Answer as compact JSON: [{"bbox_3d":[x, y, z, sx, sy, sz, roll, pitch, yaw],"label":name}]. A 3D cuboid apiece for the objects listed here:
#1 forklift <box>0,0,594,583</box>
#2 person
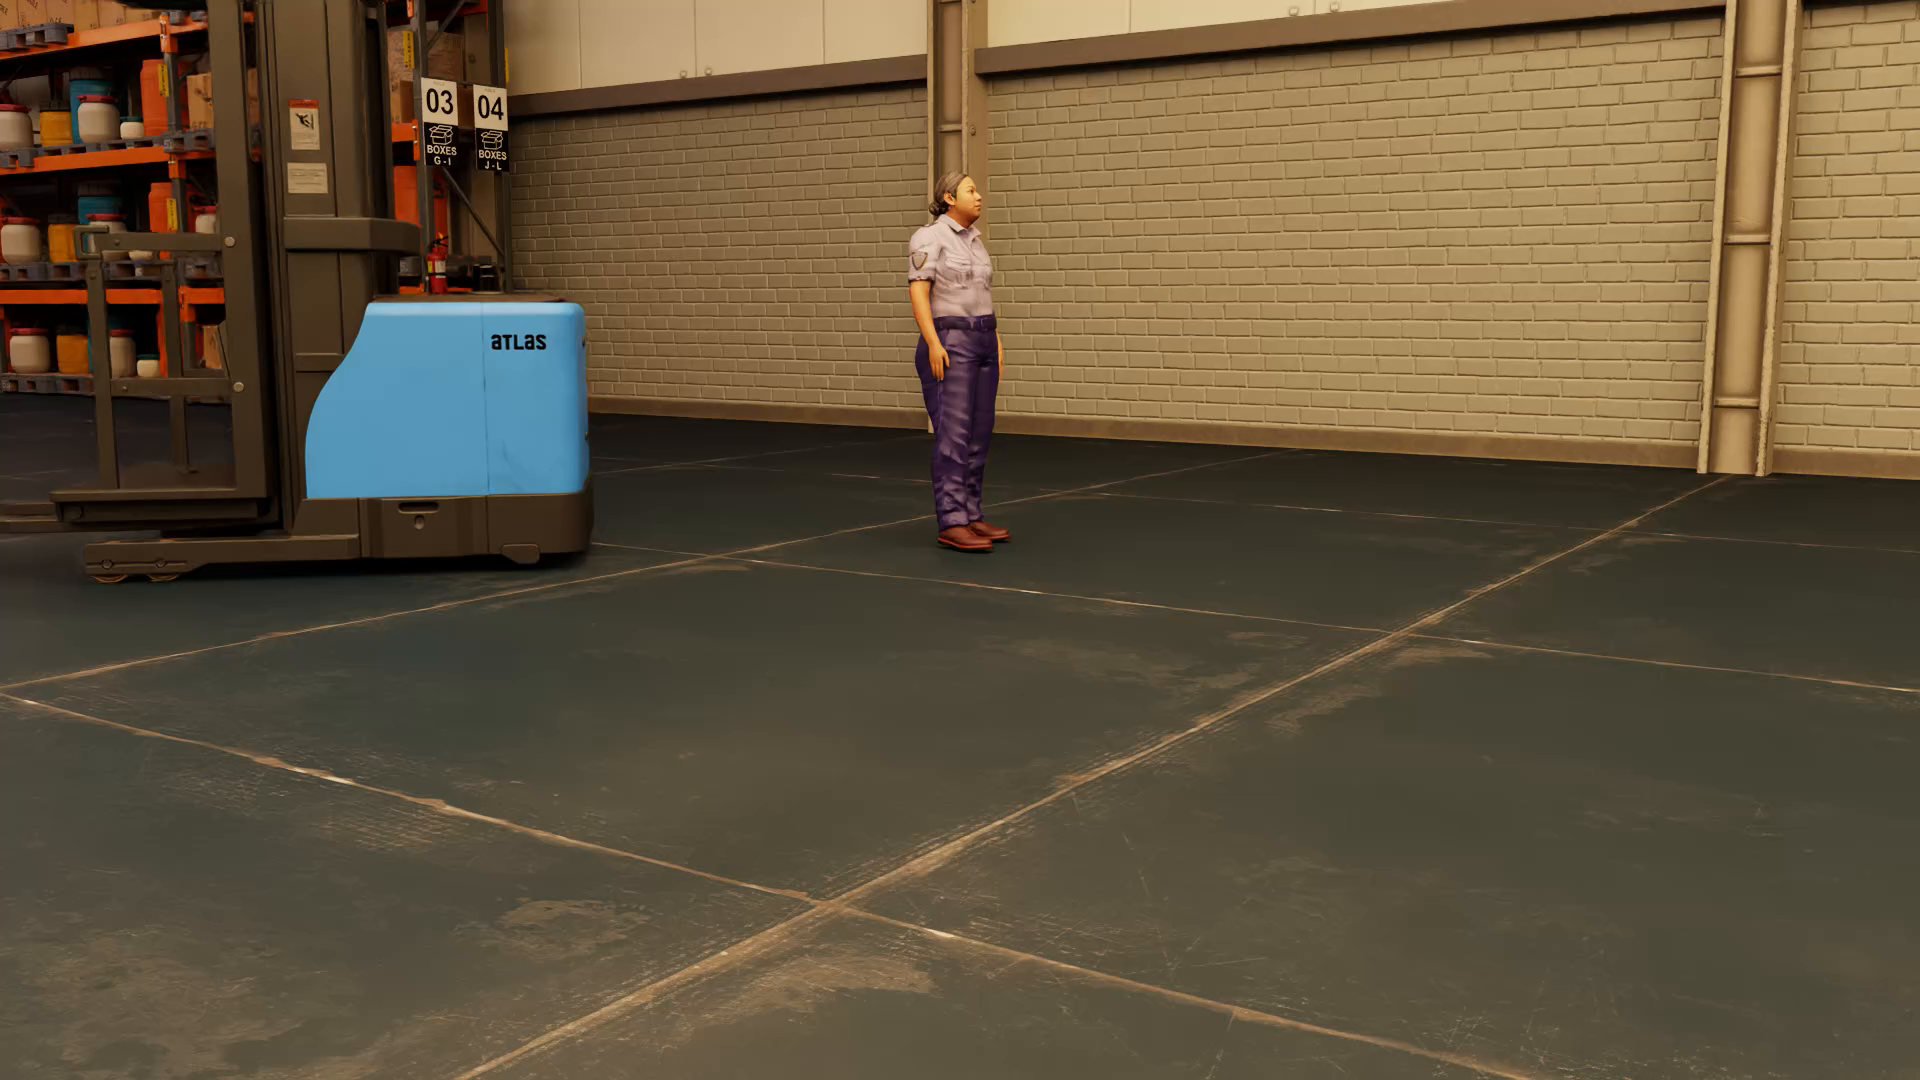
[{"bbox_3d":[-3.102,-1.364,6.786,3.031,2.935,1.130,-1,8,-10],"label":"forklift"},{"bbox_3d":[0.062,-0.814,7.419,0.503,1.650,0.599,5,10,34],"label":"person"}]
